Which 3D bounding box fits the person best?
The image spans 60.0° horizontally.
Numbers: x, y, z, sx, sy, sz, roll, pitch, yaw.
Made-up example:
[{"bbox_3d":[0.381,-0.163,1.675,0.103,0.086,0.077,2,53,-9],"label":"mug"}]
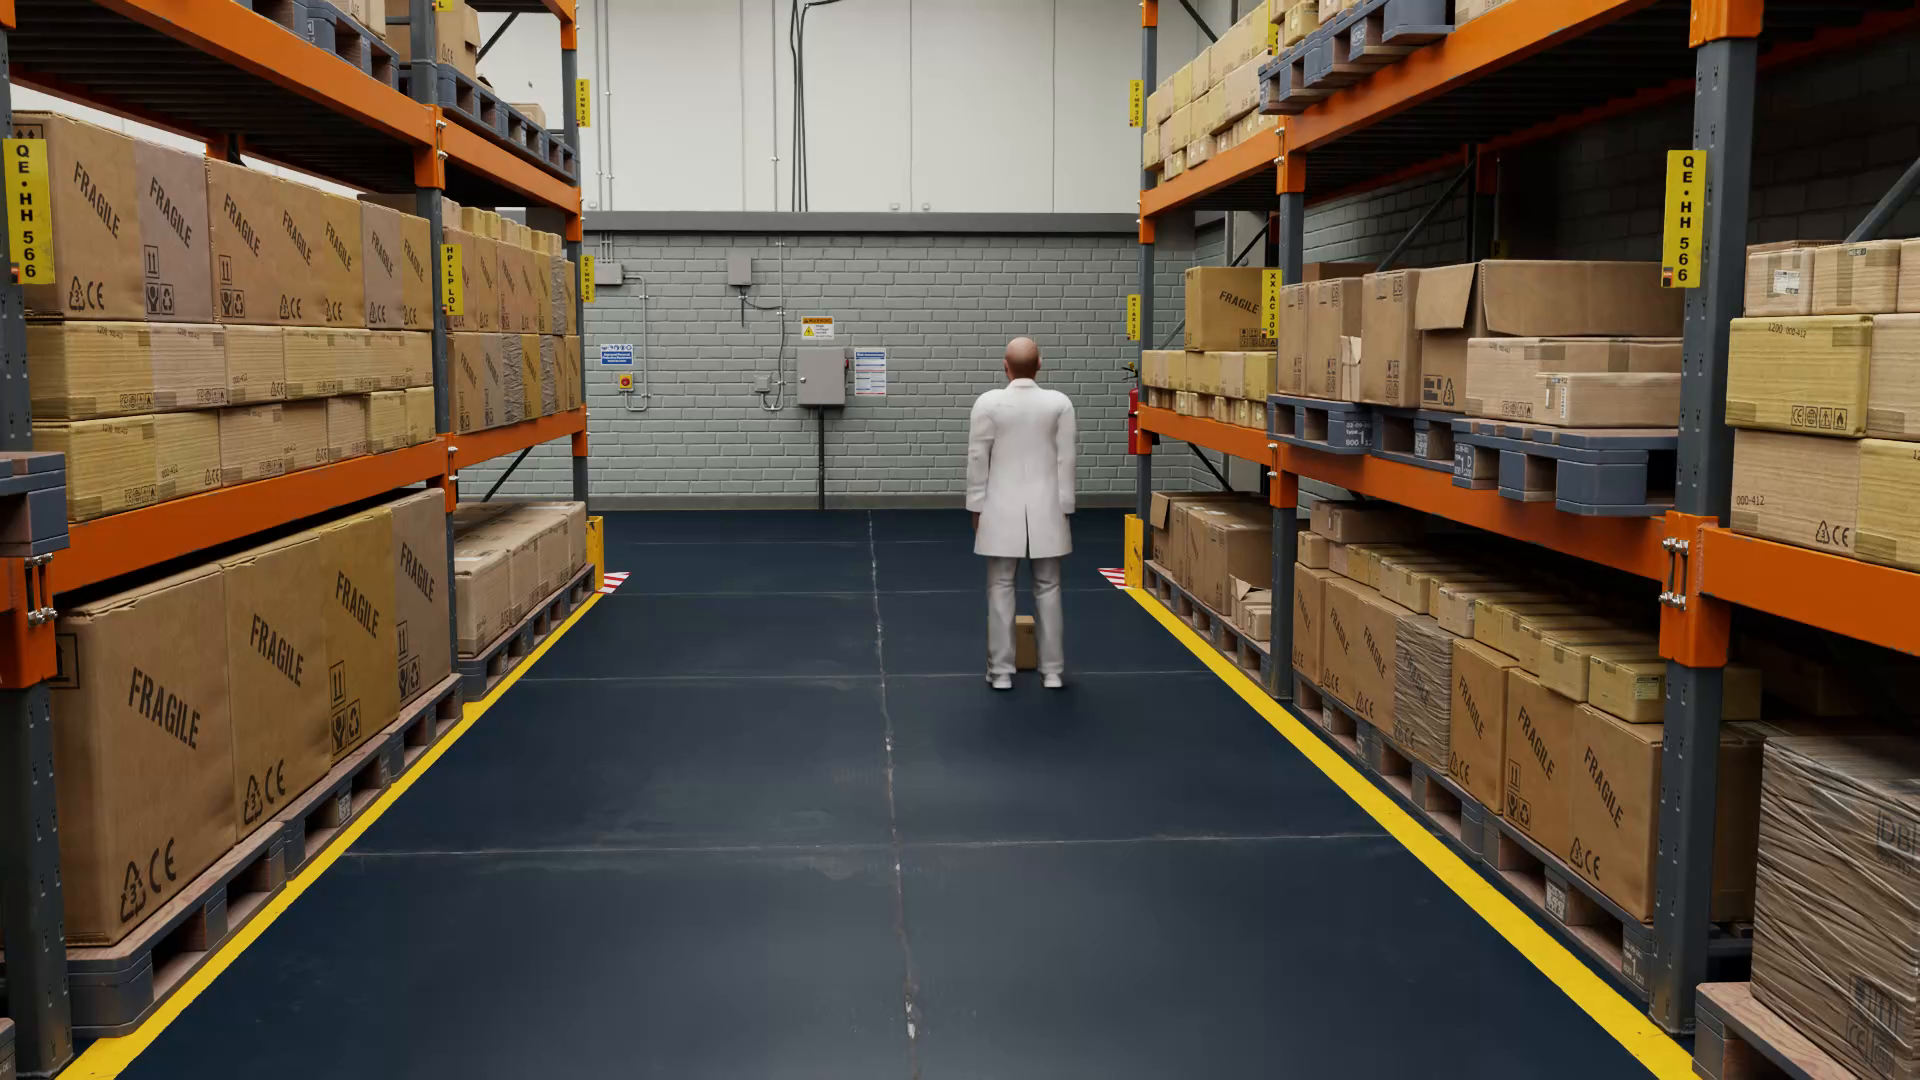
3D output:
[{"bbox_3d":[0.308,-0.139,8.489,0.562,1.779,0.388,0,7,-2],"label":"person"}]
